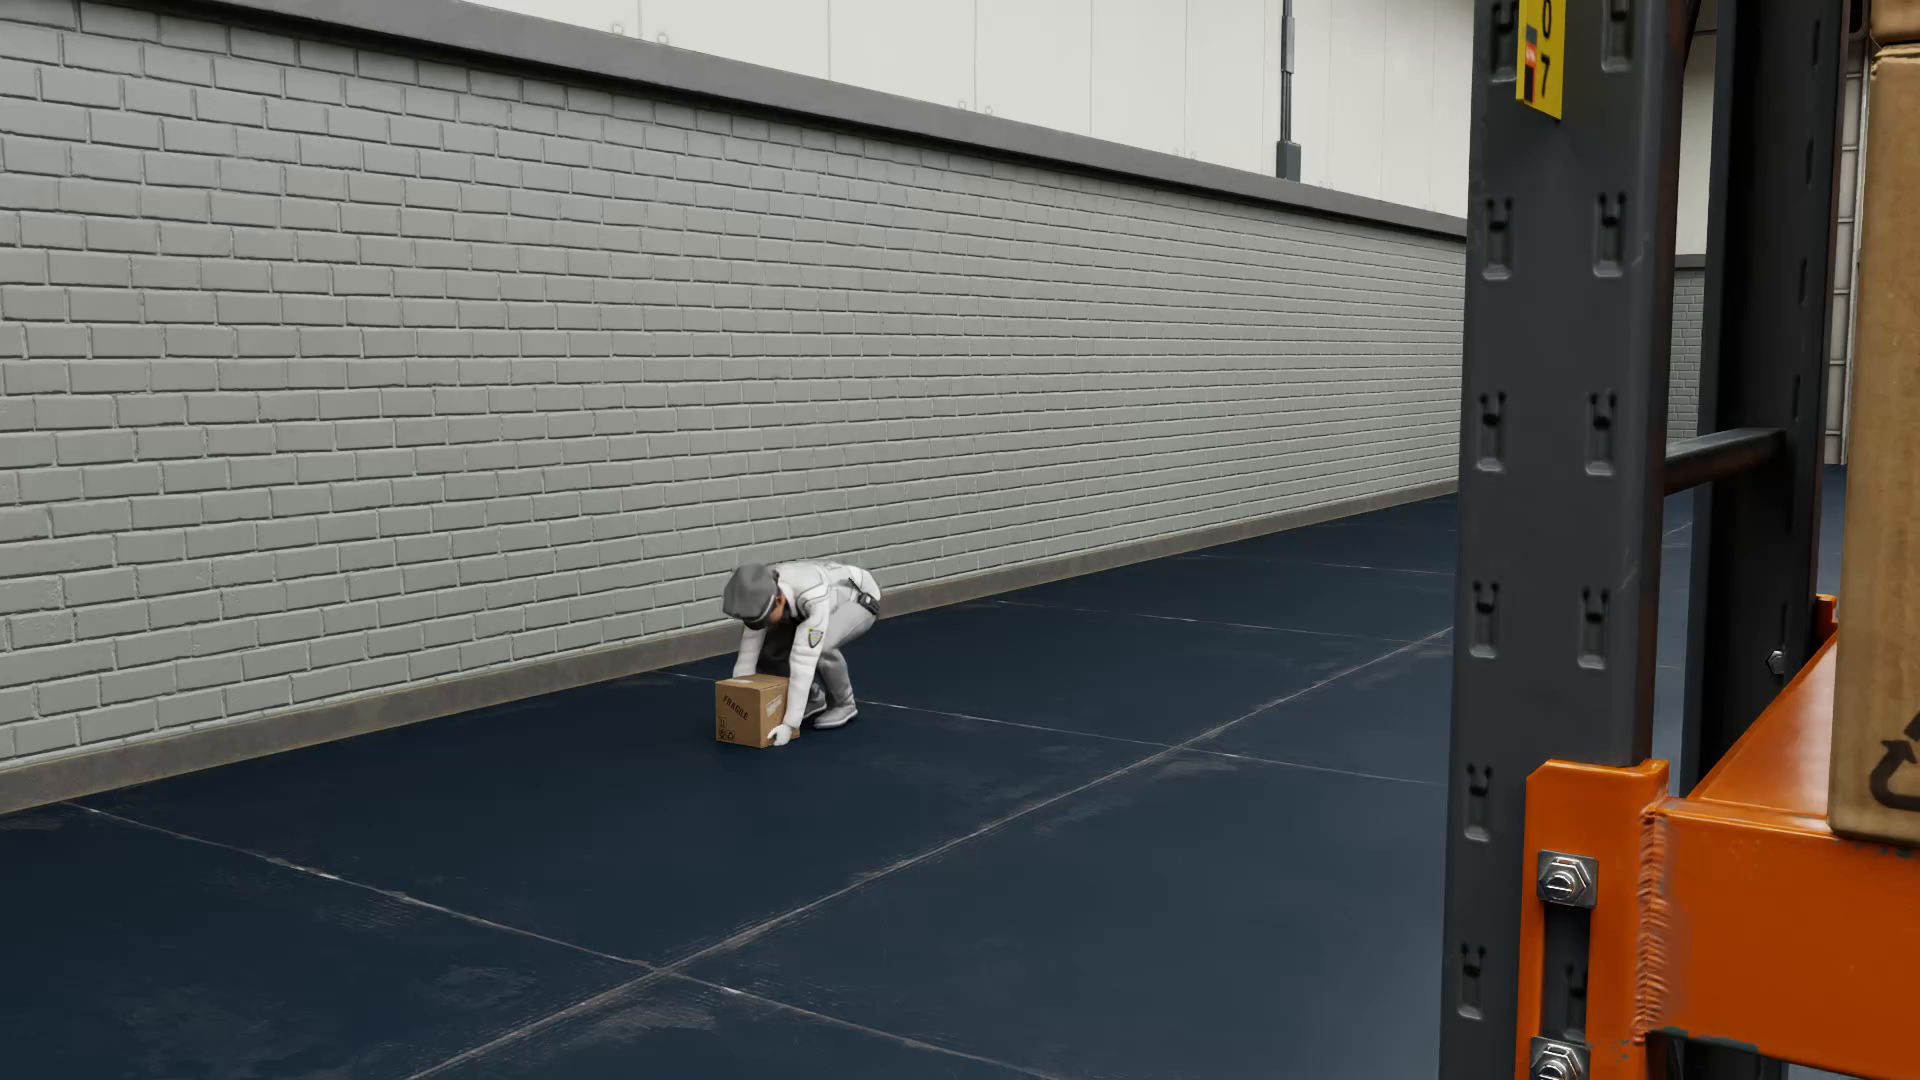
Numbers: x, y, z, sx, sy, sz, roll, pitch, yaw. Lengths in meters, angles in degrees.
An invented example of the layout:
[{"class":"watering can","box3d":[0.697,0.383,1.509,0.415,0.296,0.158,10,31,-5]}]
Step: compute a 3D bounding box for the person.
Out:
[{"class":"person","box3d":[-0.693,0.445,7.189,0.452,0.769,0.913,4,8,32]}]
